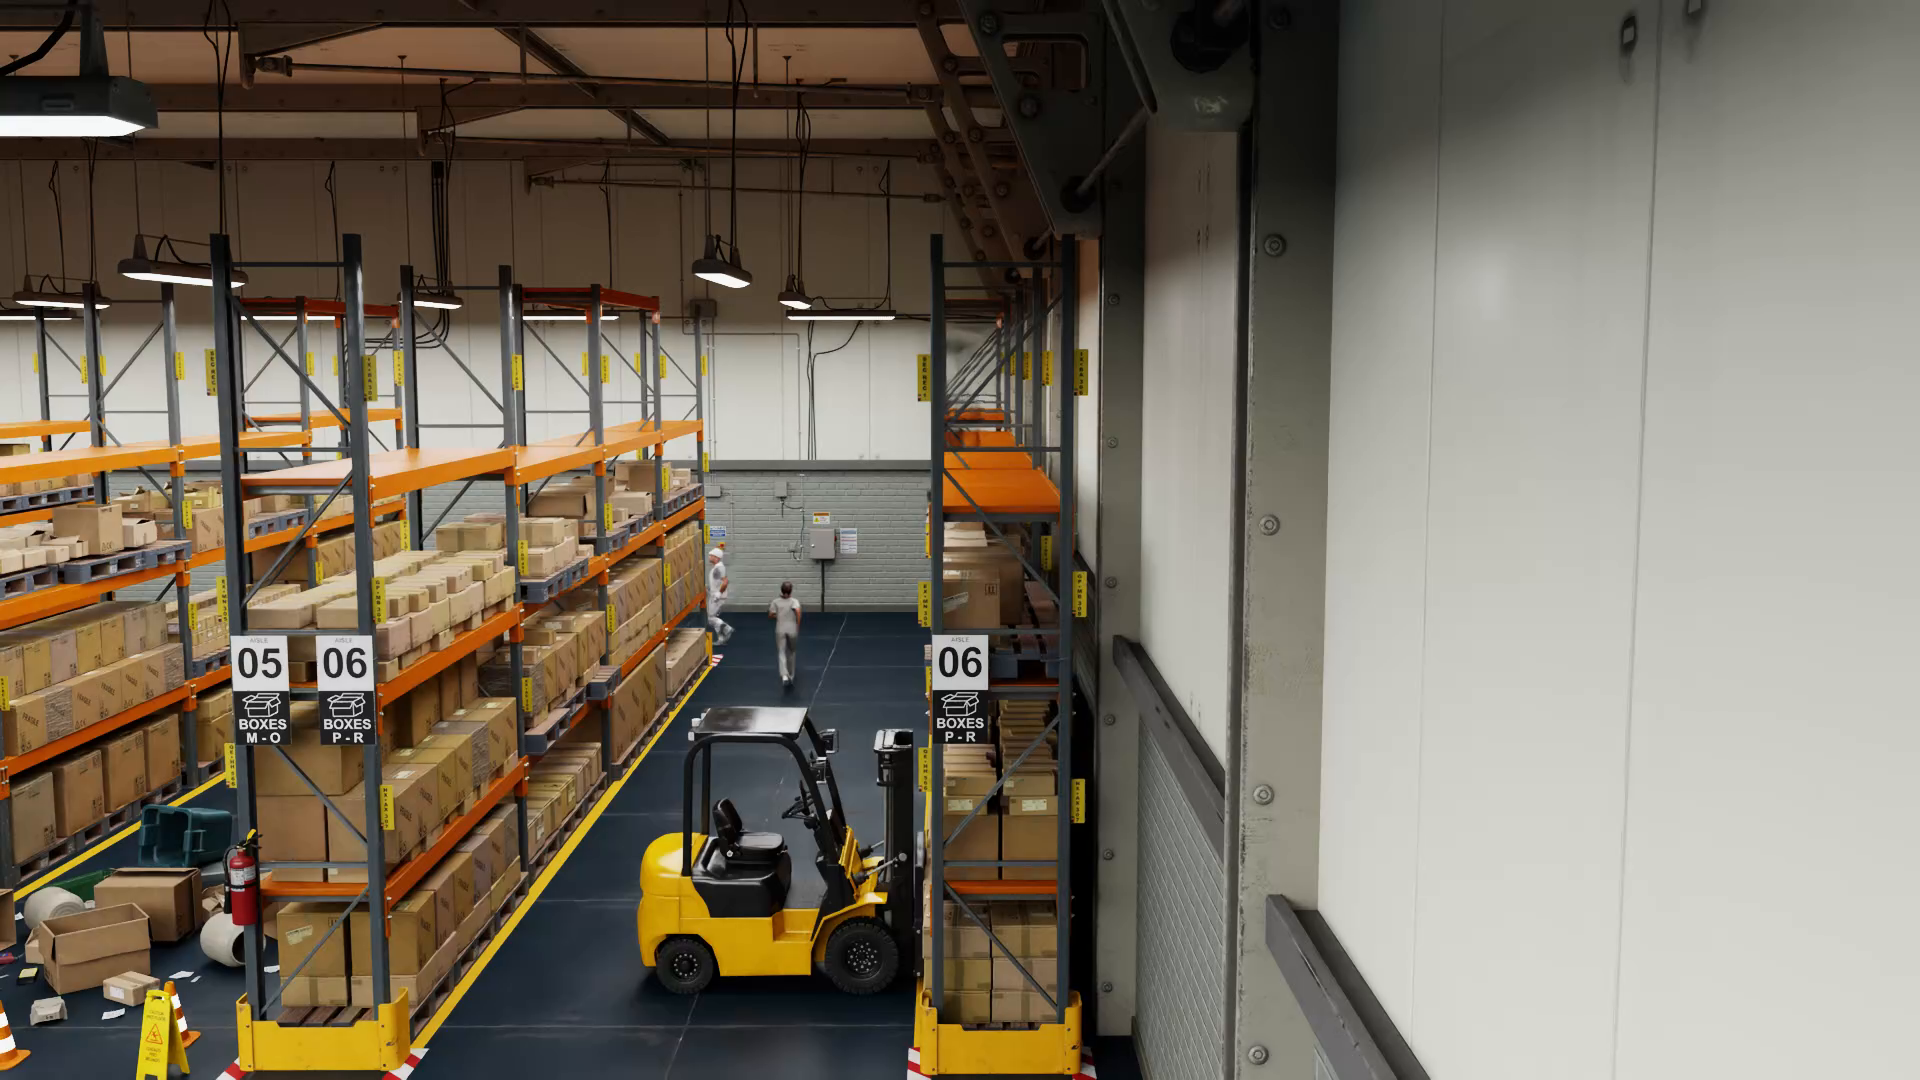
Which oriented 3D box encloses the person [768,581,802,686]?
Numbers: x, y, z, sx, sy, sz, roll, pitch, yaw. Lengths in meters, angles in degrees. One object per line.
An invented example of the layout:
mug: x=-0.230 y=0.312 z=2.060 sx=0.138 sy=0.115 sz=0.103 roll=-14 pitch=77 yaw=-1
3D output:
person: x=-2.710 y=1.509 z=25.770 sx=0.514 sy=1.718 sz=1.007 roll=-1 pitch=6 yaw=-6

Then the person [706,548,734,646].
person: x=-4.336 y=1.015 z=29.720 sx=0.590 sy=1.744 sz=0.659 roll=-1 pitch=6 yaw=-8
